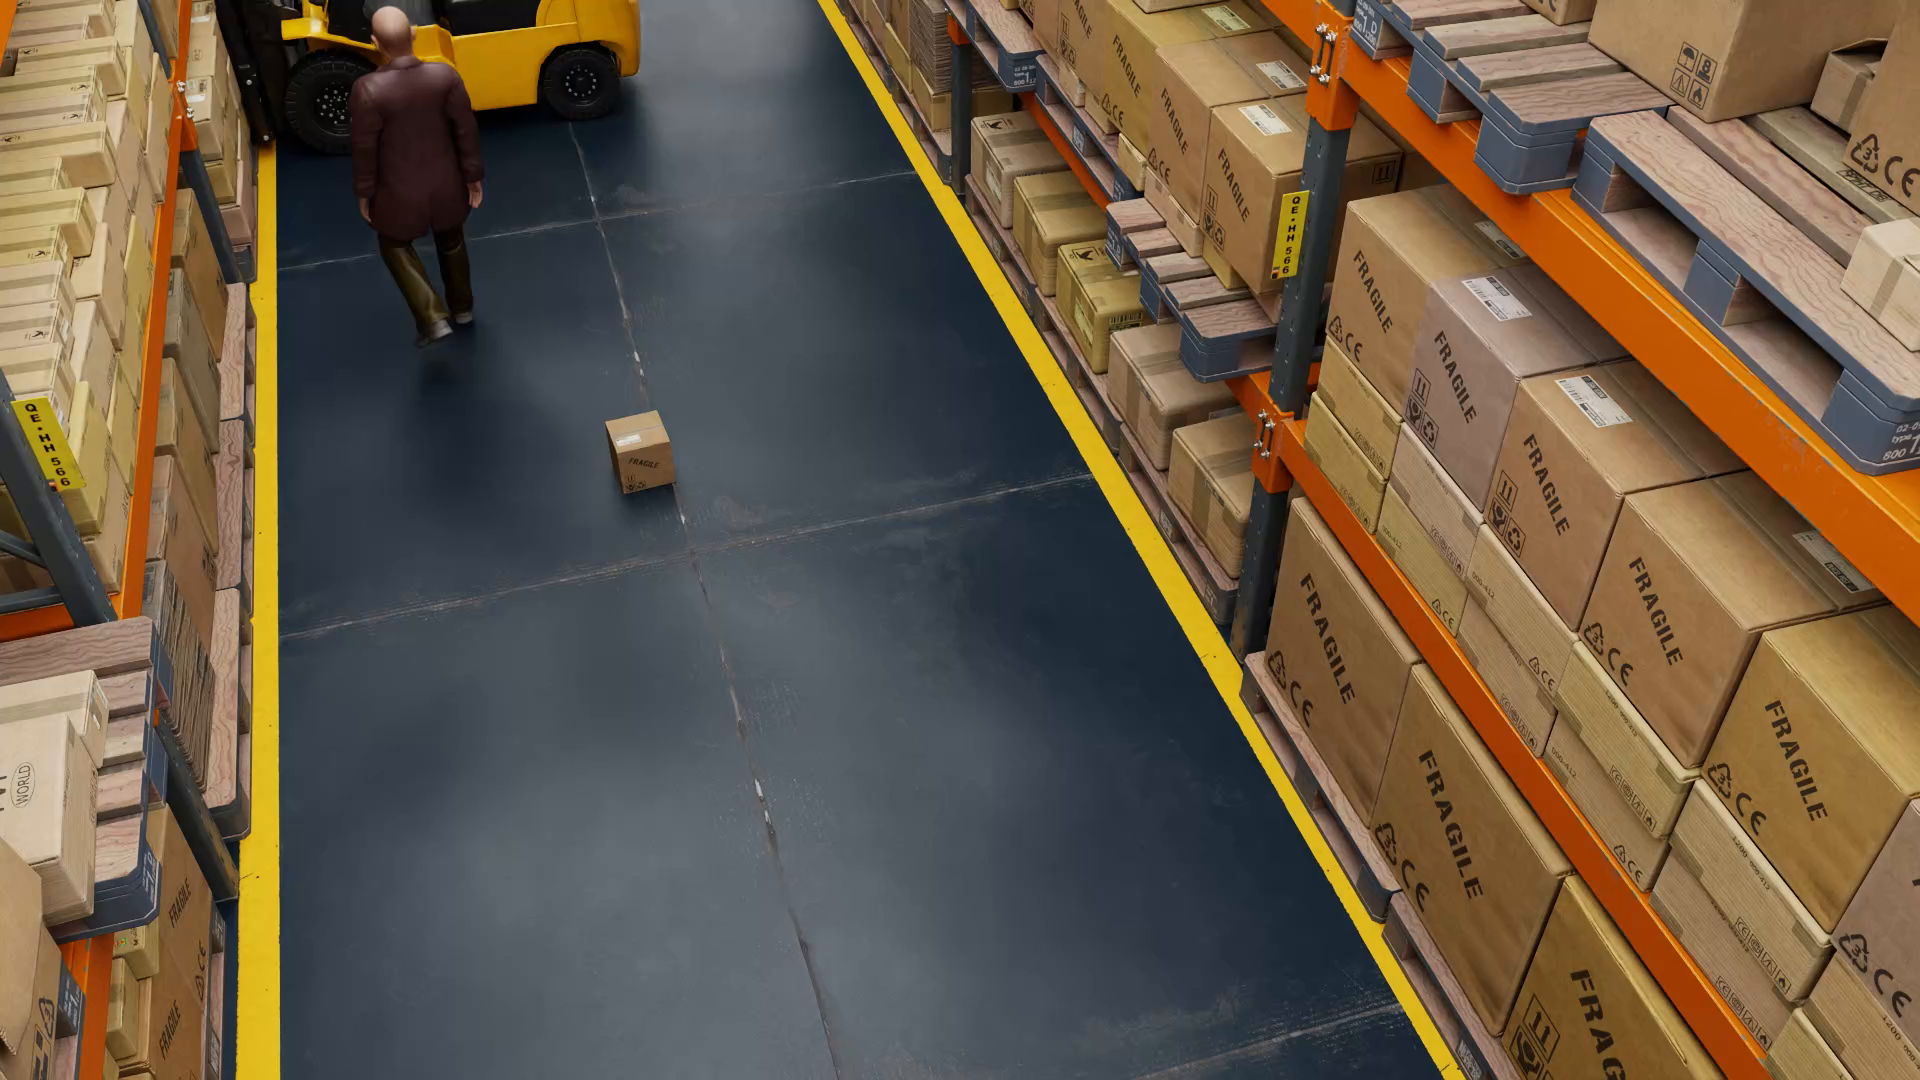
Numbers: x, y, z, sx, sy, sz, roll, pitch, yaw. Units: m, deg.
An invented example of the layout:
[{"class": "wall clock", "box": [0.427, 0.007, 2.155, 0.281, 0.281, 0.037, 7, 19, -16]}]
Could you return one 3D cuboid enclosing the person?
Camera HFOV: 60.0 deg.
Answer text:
[{"class": "person", "box": [-2.648, -1.753, 8.111, 0.625, 1.765, 0.769, -24, 47, -25]}]
